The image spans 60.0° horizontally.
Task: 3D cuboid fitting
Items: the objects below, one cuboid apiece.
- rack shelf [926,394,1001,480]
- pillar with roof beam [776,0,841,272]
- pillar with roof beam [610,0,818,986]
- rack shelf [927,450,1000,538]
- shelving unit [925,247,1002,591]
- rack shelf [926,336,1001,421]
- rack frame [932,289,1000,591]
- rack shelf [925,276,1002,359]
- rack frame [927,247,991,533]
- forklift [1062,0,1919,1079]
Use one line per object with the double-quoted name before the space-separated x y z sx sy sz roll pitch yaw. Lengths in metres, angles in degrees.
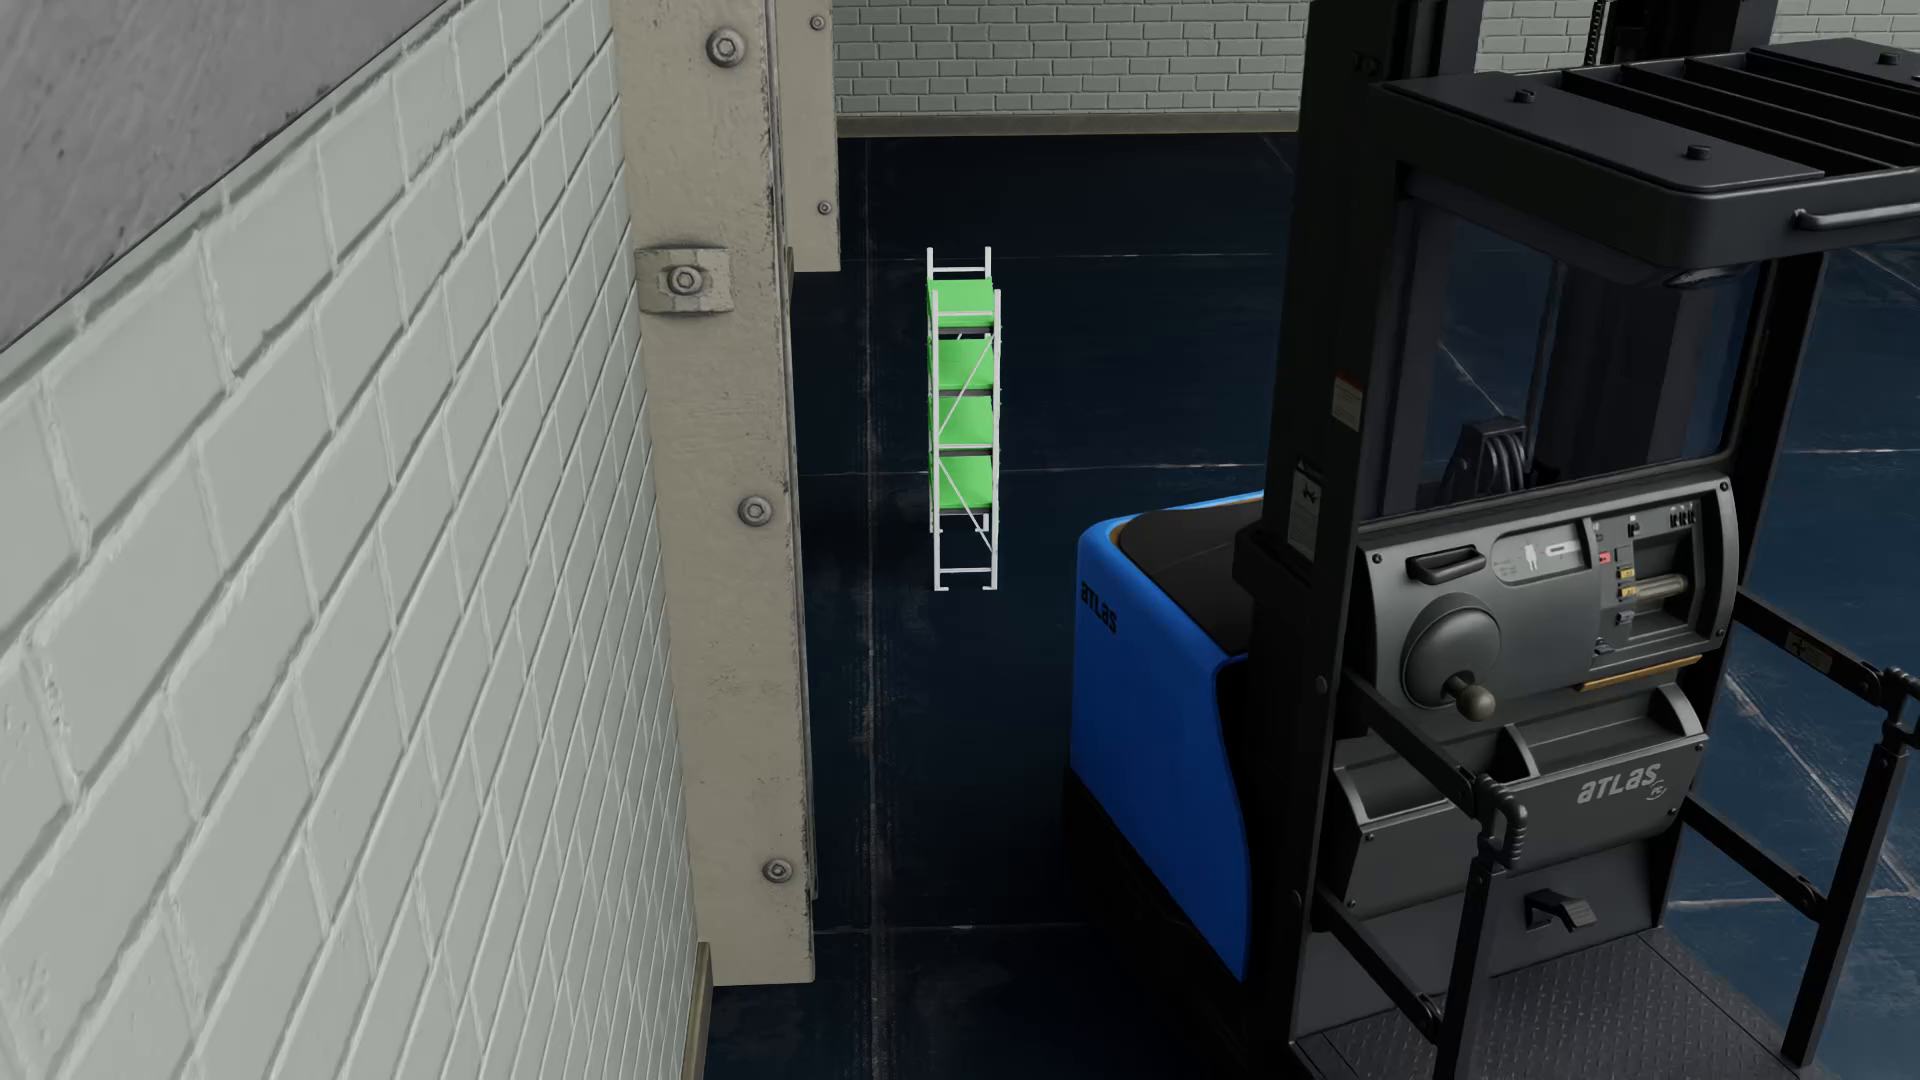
"rack shelf" 0.009 -0.399 6.356 0.258 0.148 0.480 -1 28 -3
"pillar with roof beam" 3.430 -5.764 8.071 9.100 9.000 0.400 -1 28 -3
"pillar with roof beam" 3.744 -2.993 2.758 9.100 9.000 0.400 -1 28 -3
"rack shelf" 0.009 -0.186 6.466 0.258 0.148 0.480 -1 28 -3
"shelving unit" 0.009 -0.456 6.326 0.258 1.200 0.503 -1 28 -3
"rack shelf" 0.009 -0.612 6.245 0.258 0.148 0.480 -1 28 -3
"rack frame" 0.021 -0.343 6.110 0.240 1.200 0.015 -1 28 -3
"rack shelf" 0.009 -0.824 6.134 0.258 0.148 0.480 -1 28 -3
"rack frame" -0.004 -0.568 6.542 0.240 1.200 0.015 -1 28 -3
"forklift" 1.321 0.156 3.281 1.130 2.935 3.031 -11 29 -19
